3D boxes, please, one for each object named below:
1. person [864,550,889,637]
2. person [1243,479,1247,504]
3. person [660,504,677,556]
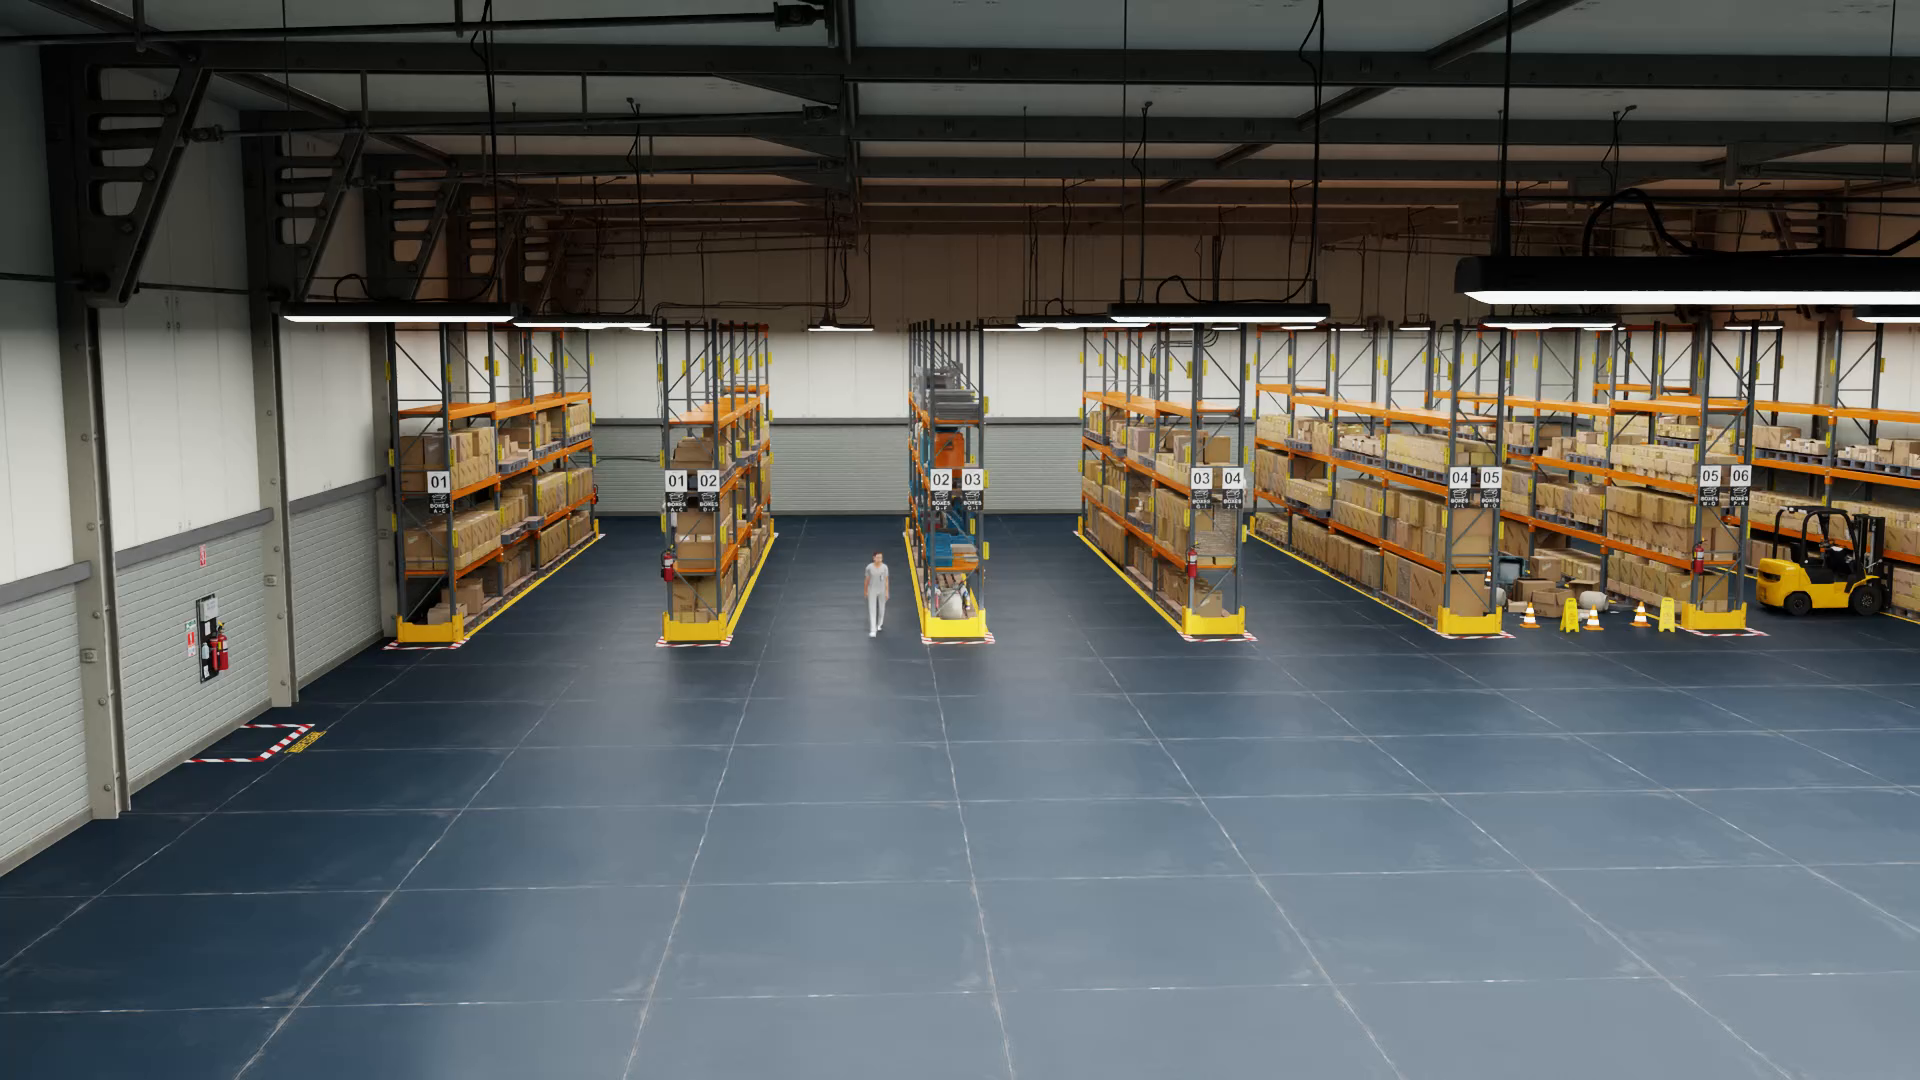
[{"bbox_3d":[-1.590,0.999,31.756,0.452,1.641,0.892,-2,7,-13],"label":"person"},{"bbox_3d":[8.427,-1.303,50.292,0.499,1.605,1.042,4,8,27],"label":"person"},{"bbox_3d":[-7.353,-0.380,42.412,0.603,1.720,1.068,-1,7,-6],"label":"person"}]
